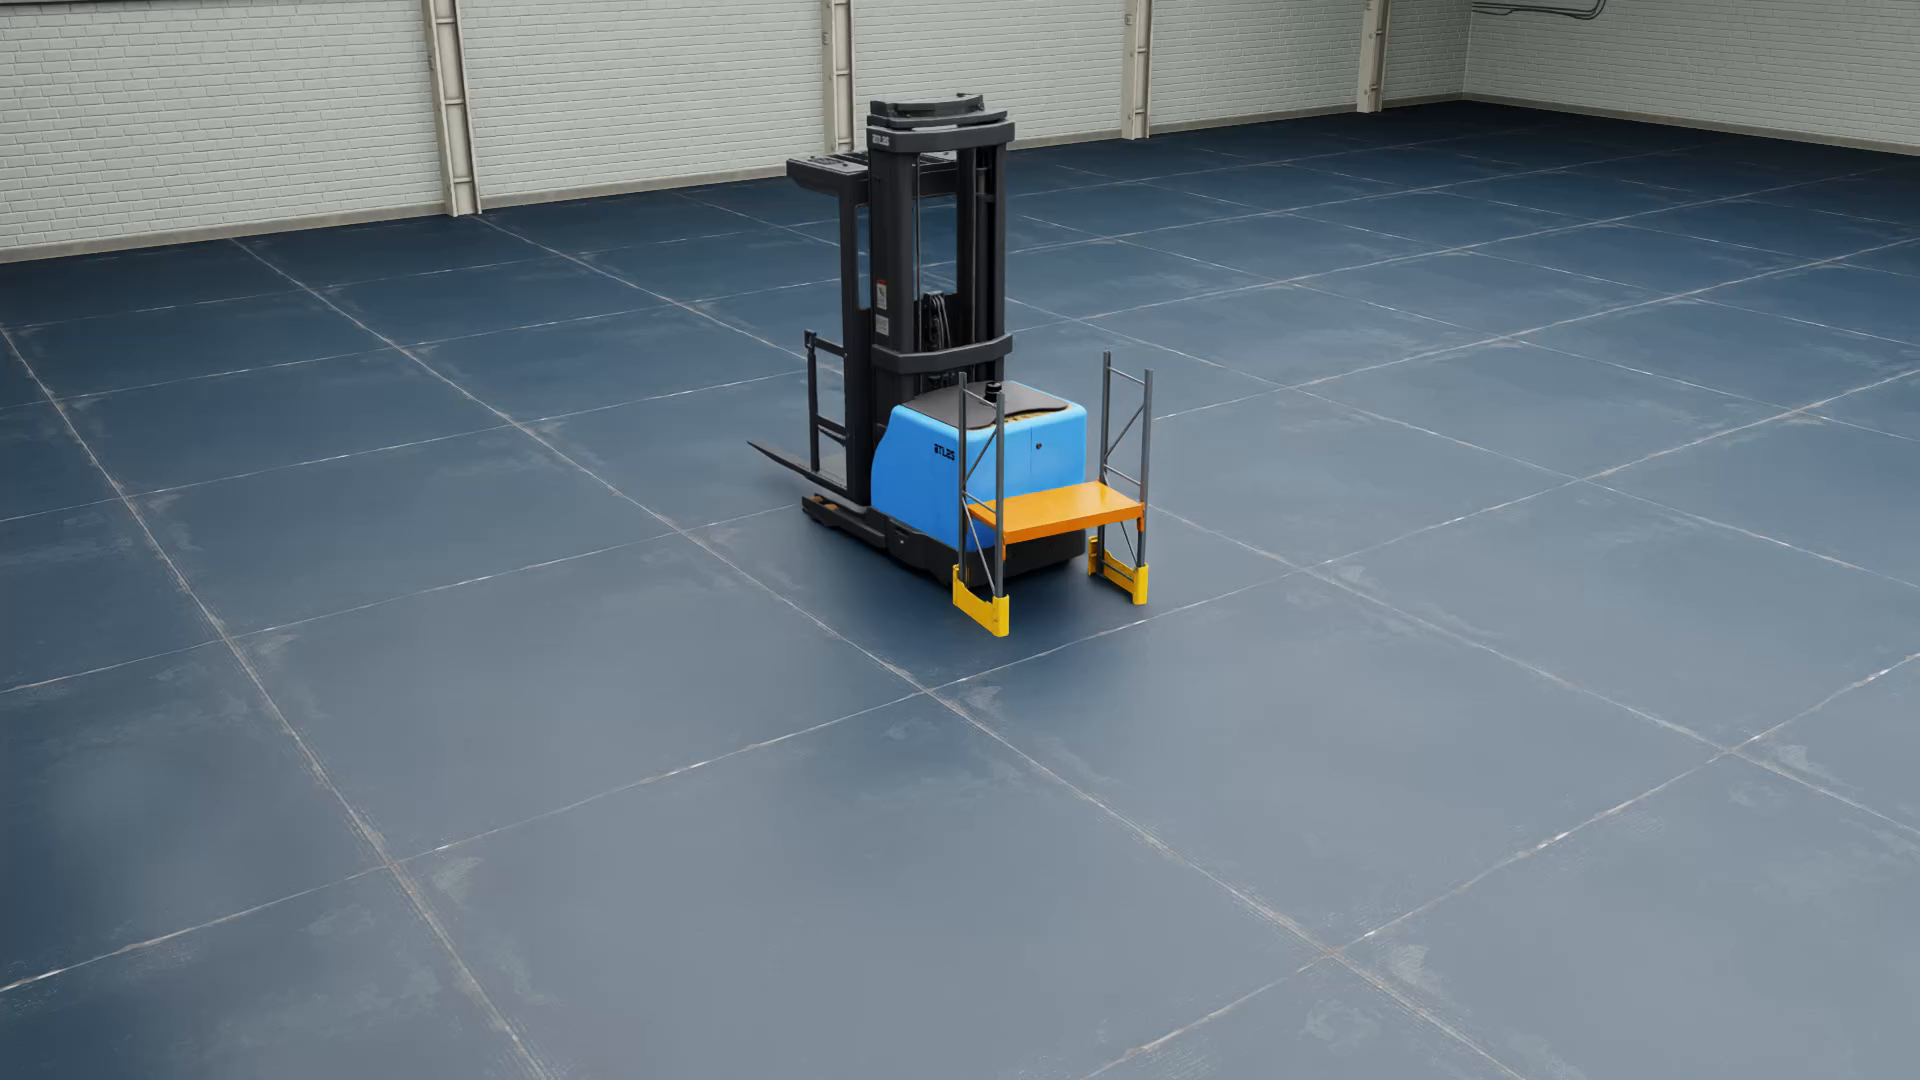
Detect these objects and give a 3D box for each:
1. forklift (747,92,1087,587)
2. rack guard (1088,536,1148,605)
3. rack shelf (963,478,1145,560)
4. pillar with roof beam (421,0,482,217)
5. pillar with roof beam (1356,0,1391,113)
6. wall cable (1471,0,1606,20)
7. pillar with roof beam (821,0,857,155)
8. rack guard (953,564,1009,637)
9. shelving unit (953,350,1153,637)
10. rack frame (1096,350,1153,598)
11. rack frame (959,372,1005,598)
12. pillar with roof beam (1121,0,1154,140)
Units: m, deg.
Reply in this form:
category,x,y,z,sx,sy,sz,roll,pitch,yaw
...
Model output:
category,x,y,z,sx,sy,sz,roll,pitch,yaw
forklift,-0.458,-1.546,11.315,1.130,2.935,3.031,-16,27,-34
rack guard,1.001,0.190,10.584,0.087,0.250,0.587,-11,24,-26
rack shelf,0.571,-0.138,10.204,1.000,0.185,0.538,-11,24,-26
pillar with roof beam,-4.186,-7.296,17.539,0.400,9.000,9.100,-15,26,-33
pillar with roof beam,10.426,-11.192,27.302,0.400,9.000,9.100,-15,26,-33
wall cable,11.075,-11.285,31.724,0.112,2.526,3.097,-15,26,-33
pillar with roof beam,0.685,-8.595,20.793,0.400,9.000,9.100,-15,26,-33
rack guard,0.124,0.365,10.145,0.087,0.250,0.587,-11,24,-26
shelving unit,0.563,-0.303,10.133,1.083,1.500,0.587,-11,24,-26
rack frame,1.018,-0.394,10.361,0.032,1.500,0.500,-11,24,-26
rack frame,0.123,-0.216,9.913,0.032,1.500,0.500,-11,24,-26
pillar with roof beam,5.555,-9.893,24.048,0.400,9.000,9.100,-15,26,-33
